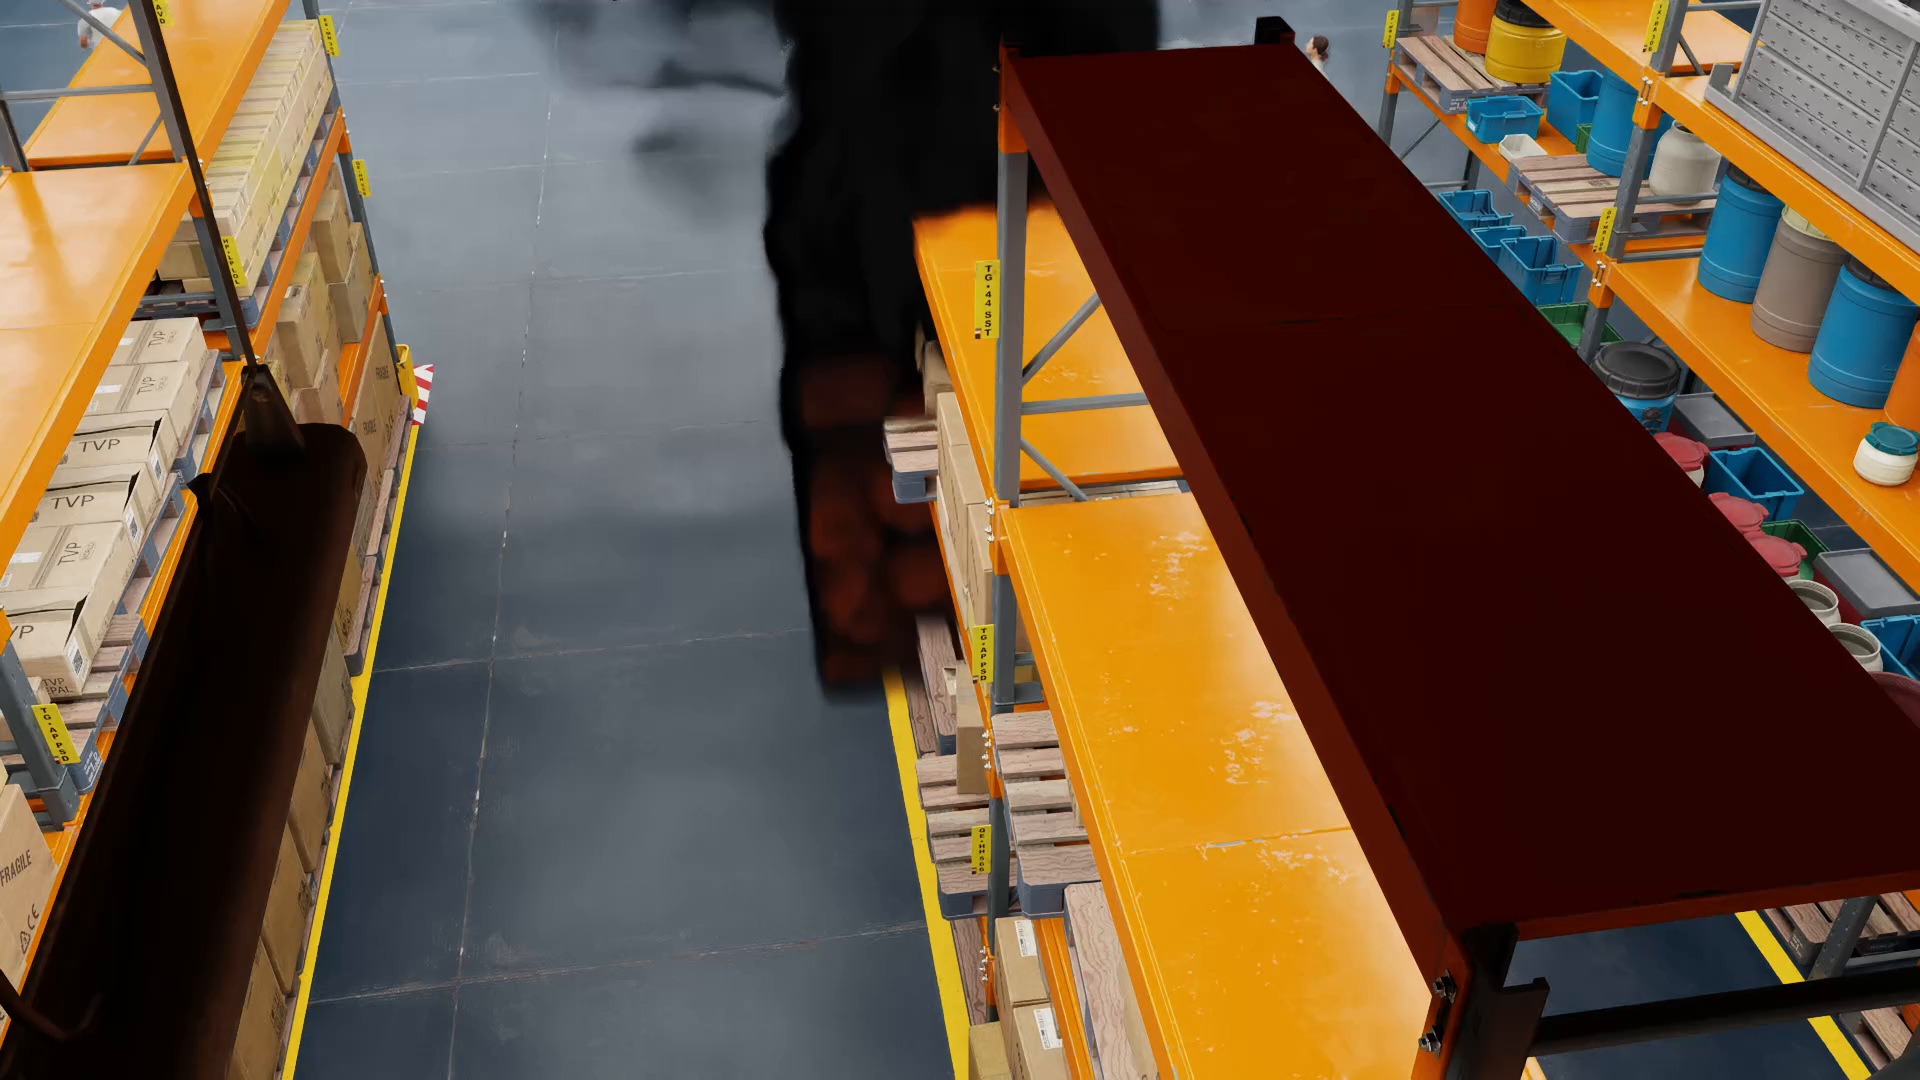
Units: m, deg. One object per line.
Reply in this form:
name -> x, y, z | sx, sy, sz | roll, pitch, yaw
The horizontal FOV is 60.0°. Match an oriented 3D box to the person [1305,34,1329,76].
person -> 3.957, -4.886, 18.771 | 0.684, 1.608, 0.580 | 10, 38, 14

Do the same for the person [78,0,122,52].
person -> -10.001, -5.641, 19.652 | 0.816, 1.779, 0.646 | 27, 44, 32
